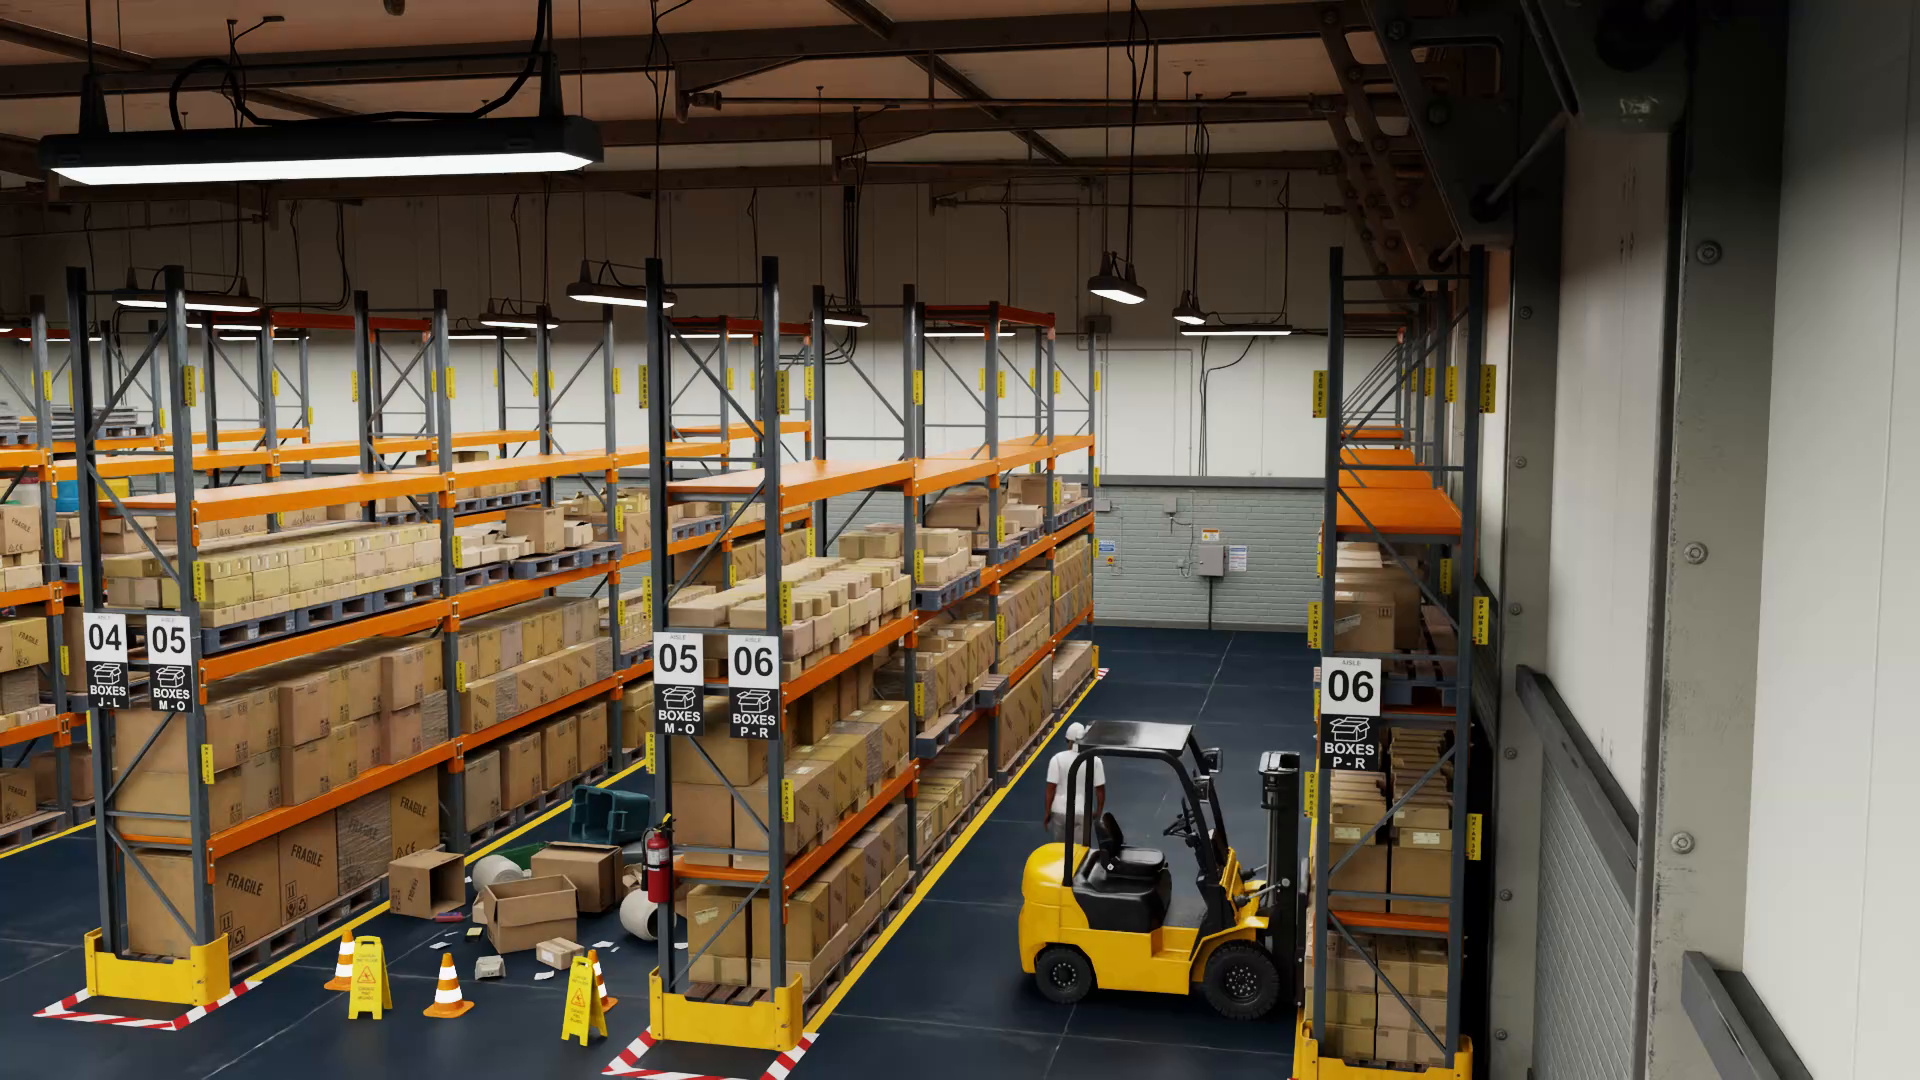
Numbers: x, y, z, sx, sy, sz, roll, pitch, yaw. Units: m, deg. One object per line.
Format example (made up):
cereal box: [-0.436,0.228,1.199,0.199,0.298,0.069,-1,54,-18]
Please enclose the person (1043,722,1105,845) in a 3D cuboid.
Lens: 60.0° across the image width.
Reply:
person: [1.111,2.682,16.154,0.589,1.810,0.602,1,6,8]
